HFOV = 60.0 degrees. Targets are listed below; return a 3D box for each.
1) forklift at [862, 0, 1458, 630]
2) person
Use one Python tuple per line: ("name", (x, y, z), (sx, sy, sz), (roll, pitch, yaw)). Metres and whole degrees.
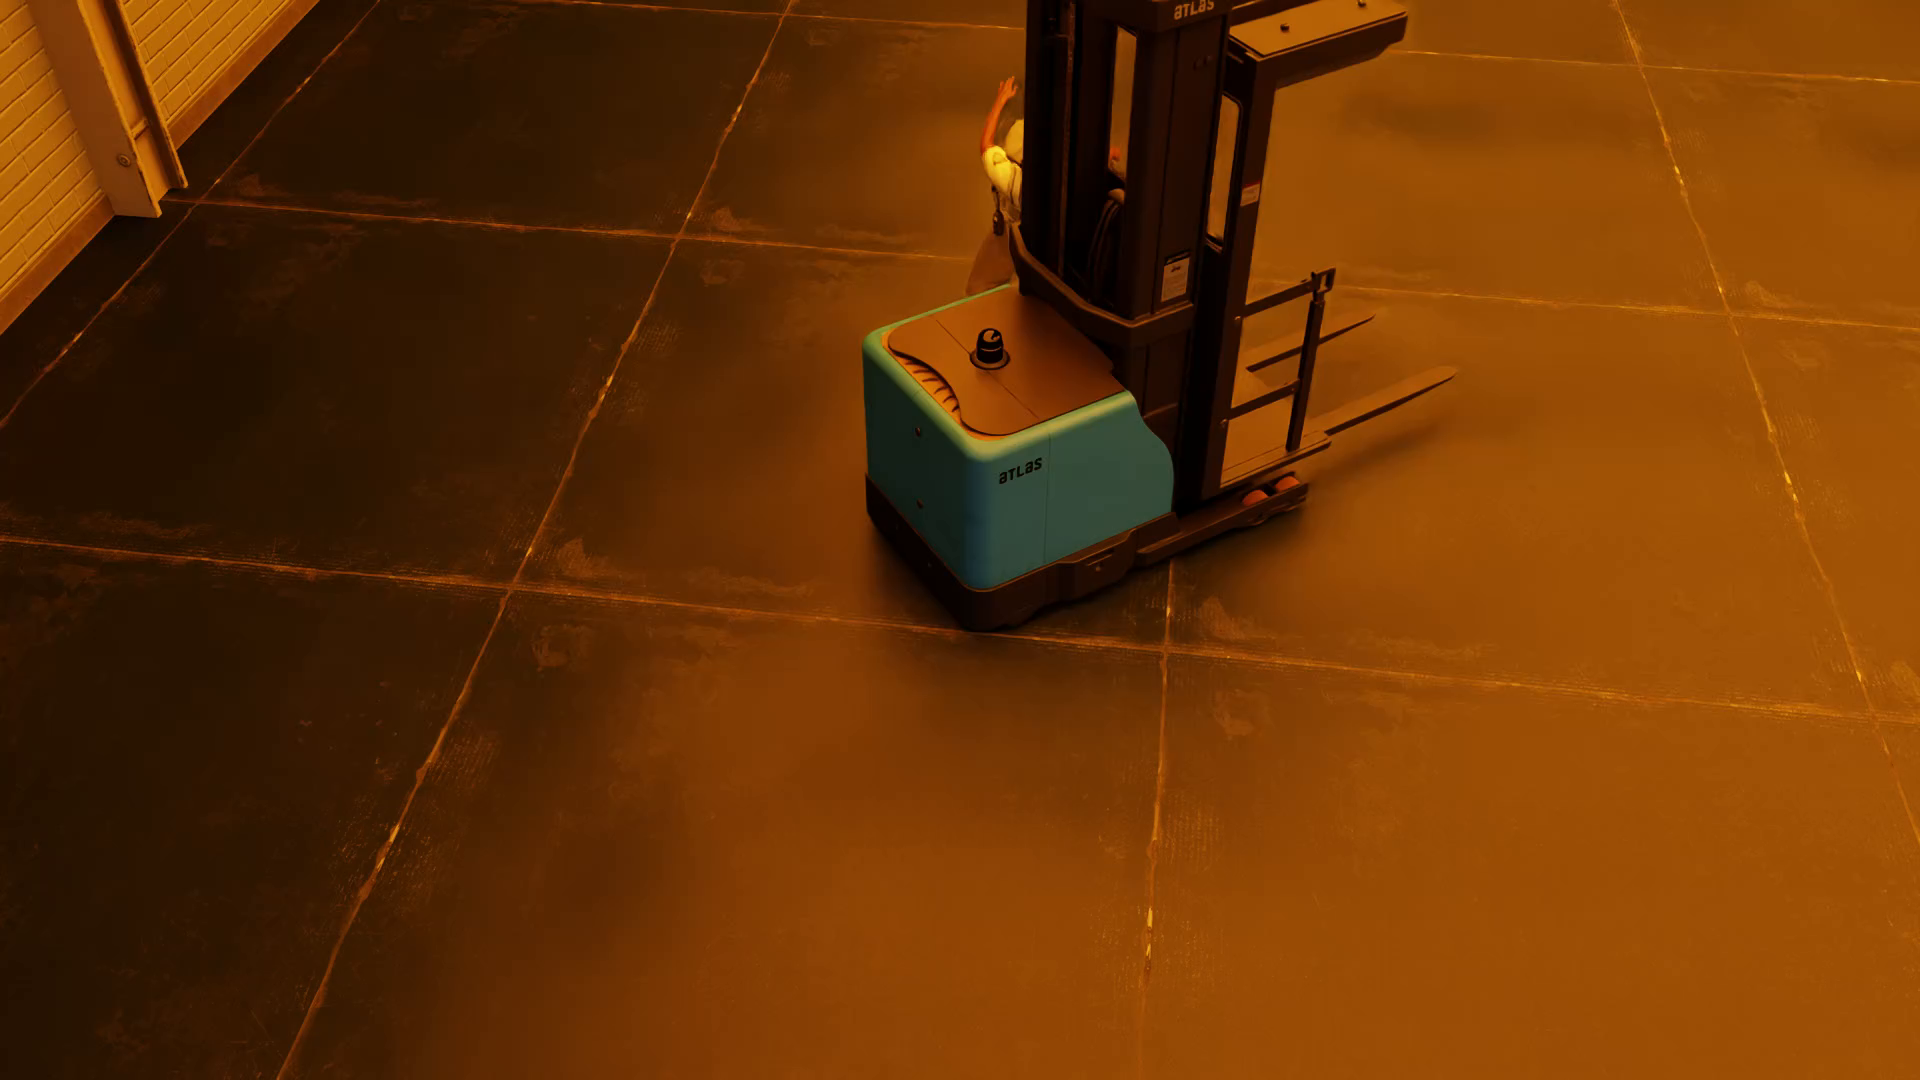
("forklift", (1.080, -1.435, 7.286), (3.031, 2.935, 1.130), (-22, 47, -23))
("person", (0.469, -1.643, 8.566), (0.967, 1.450, 0.749), (-22, 47, -22))
